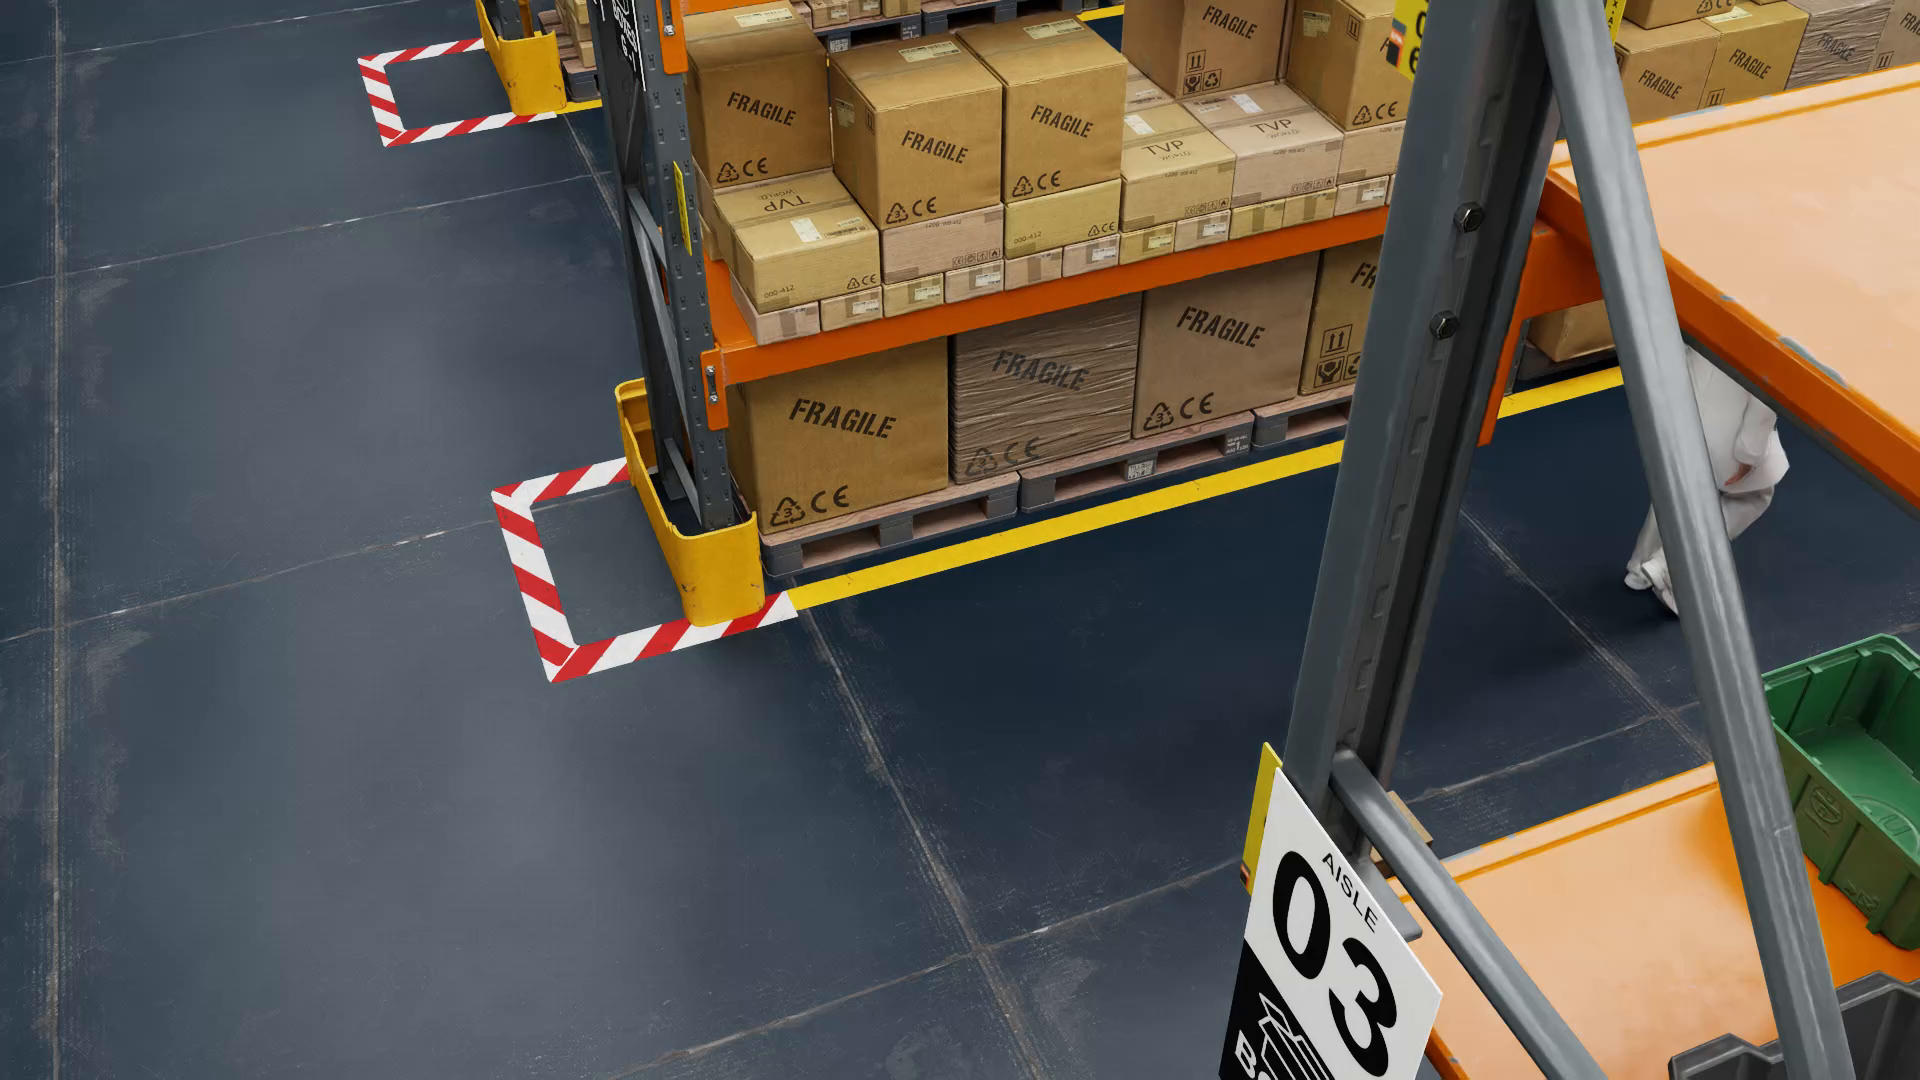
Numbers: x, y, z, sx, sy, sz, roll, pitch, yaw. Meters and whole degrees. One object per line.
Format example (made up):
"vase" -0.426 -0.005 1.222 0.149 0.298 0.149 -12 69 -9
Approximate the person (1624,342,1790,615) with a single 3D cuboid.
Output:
"person" 3.044 -0.475 6.683 0.535 1.783 0.574 -18 44 -19
